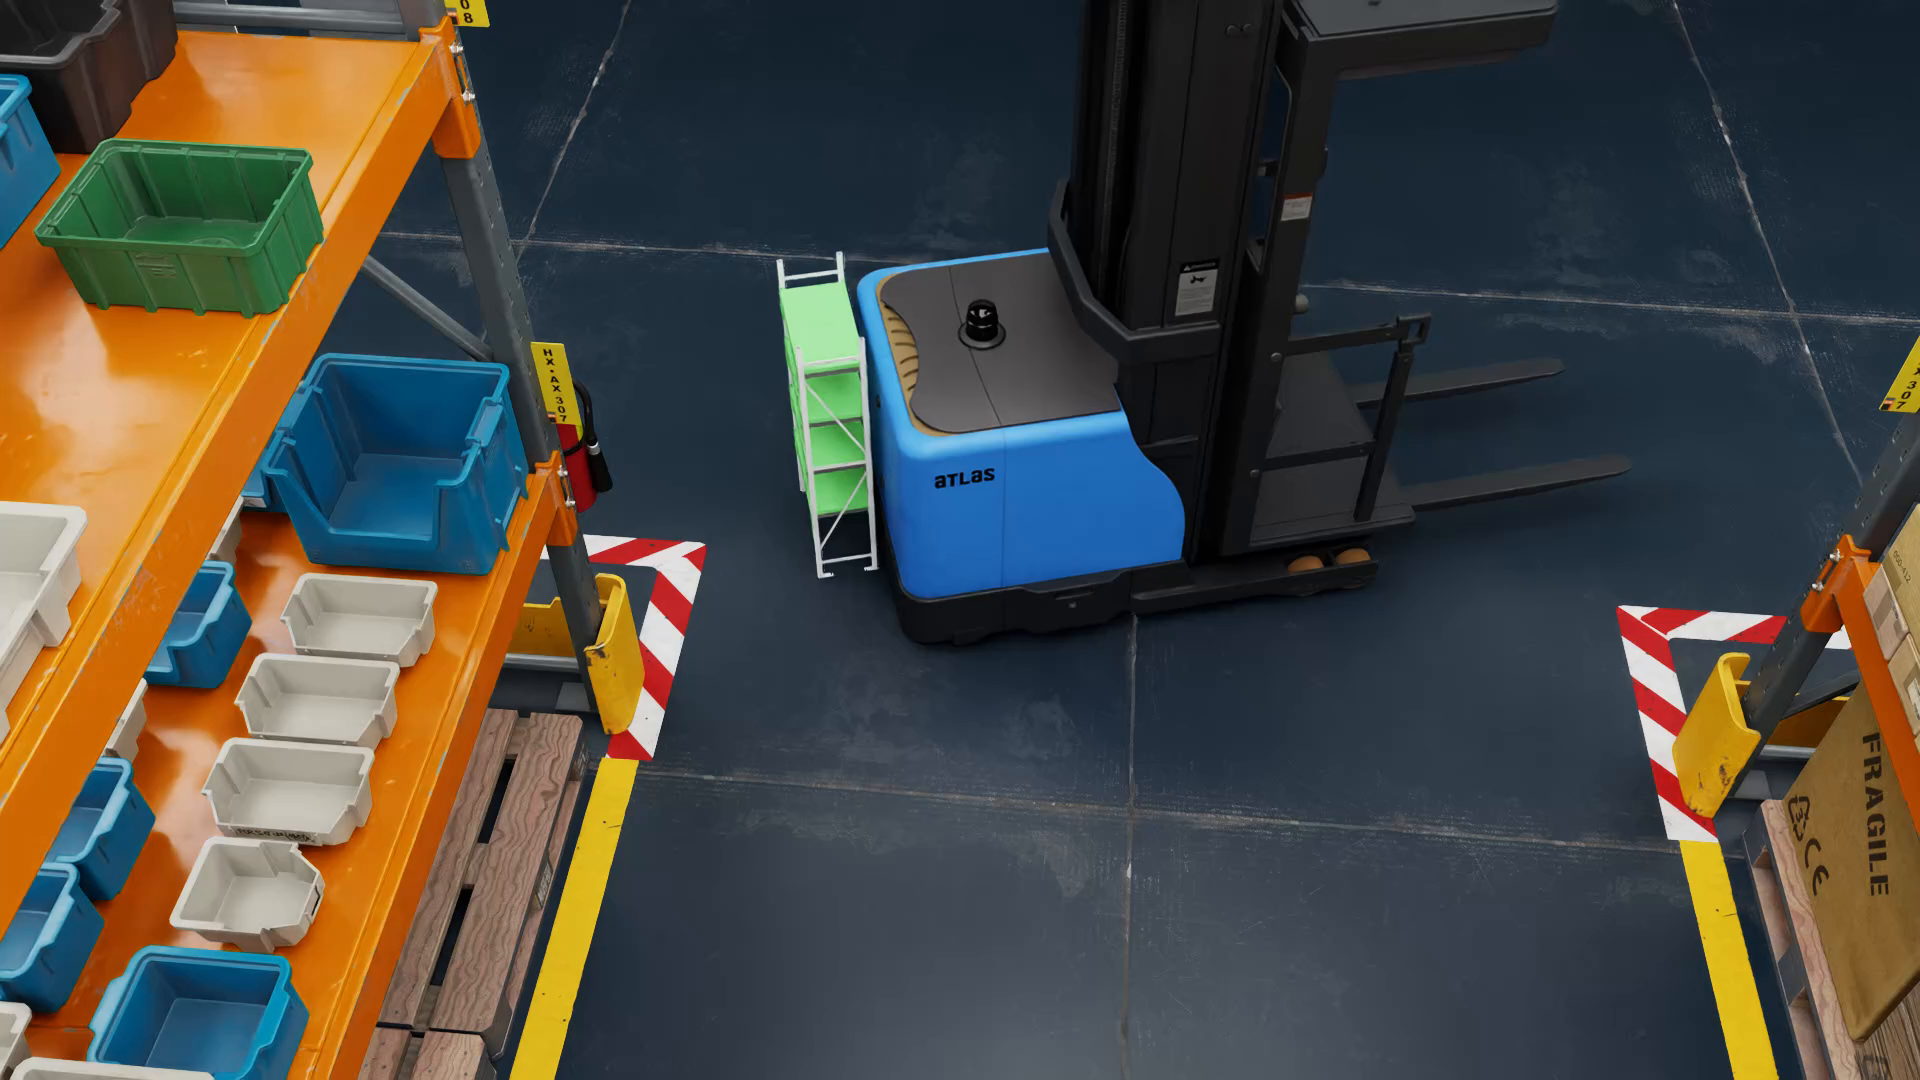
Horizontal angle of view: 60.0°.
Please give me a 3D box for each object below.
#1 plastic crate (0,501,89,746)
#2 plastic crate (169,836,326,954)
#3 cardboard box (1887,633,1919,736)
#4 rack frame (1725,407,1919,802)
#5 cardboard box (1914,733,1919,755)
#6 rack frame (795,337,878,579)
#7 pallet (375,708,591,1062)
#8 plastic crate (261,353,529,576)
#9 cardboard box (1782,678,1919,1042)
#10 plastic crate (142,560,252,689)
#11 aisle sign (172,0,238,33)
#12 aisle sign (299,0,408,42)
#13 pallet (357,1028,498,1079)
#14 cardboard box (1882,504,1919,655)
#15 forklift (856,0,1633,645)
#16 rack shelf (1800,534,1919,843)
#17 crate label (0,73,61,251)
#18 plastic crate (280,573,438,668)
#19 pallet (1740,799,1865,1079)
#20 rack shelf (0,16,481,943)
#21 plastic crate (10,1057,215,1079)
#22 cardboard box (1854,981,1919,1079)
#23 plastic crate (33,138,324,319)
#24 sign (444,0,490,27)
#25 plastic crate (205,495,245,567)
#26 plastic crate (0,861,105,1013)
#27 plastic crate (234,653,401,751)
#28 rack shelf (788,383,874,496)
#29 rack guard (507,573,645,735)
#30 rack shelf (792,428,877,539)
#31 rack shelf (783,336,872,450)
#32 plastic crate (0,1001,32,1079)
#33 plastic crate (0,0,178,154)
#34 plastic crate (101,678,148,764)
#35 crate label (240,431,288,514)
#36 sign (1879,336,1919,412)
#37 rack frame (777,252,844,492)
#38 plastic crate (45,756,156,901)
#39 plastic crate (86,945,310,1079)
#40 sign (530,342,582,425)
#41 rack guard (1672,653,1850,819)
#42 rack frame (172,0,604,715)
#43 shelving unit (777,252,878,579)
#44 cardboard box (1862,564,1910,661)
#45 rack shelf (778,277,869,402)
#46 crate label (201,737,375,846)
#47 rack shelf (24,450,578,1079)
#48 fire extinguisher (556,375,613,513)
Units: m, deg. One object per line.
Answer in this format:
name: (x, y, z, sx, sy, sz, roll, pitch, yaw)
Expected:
plastic crate: (-1.713, 0.170, 2.707, 0.437, 0.136, 0.530, 4, 48, 4)
plastic crate: (-1.716, 0.876, 4.054, 0.298, 0.136, 0.250, 4, 48, 4)
cardboard box: (2.777, 0.404, 4.518, 0.380, 0.149, 0.250, 3, 48, 3)
rack frame: (3.160, -0.108, 4.816, 1.000, 3.000, 0.127, 4, 48, 4)
cardboard box: (2.754, 0.592, 4.346, 0.380, 0.149, 0.250, 3, 48, 3)
rack frame: (-0.448, -0.275, 6.188, 0.240, 1.200, 0.015, -9, 48, -8)
pallet: (-1.886, 1.103, 5.598, 1.003, 0.211, 1.213, 4, 48, 4)
plastic crate: (-1.616, -0.215, 4.849, 0.616, 0.435, 0.499, 4, 48, 4)
cardboard box: (3.182, 0.943, 5.010, 0.875, 0.875, 0.875, 4, 48, 4)
plastic crate: (-2.182, 0.238, 4.573, 0.416, 0.233, 0.300, 4, 48, 4)
aisle sign: (-2.061, -1.392, 4.228, 0.394, 0.787, 0.004, 4, 48, 4)
aisle sign: (-1.474, -1.352, 4.192, 0.394, 0.787, 0.004, 4, 48, 4)
pallet: (-2.000, 1.997, 4.780, 1.003, 0.211, 1.213, 4, 48, 4)
cardboard box: (2.848, 0.176, 4.456, 0.500, 0.250, 0.500, 3, 48, 2)
forklift: (1.170, -1.144, 5.810, 3.031, 2.935, 1.130, -9, 48, -8)
rack shelf: (2.978, 1.604, 3.738, 1.077, 0.370, 4.000, 4, 48, 4)
crate label: (-2.178, -0.747, 3.469, 0.408, 0.251, 0.502, 4, 48, 4)
plastic crate: (-1.666, 0.239, 4.637, 0.396, 0.136, 0.243, 4, 48, 4)
pallet: (3.165, 1.426, 5.303, 1.003, 0.211, 1.213, 4, 48, 4)
rack shelf: (-1.954, 0.259, 2.935, 1.077, 0.370, 4.000, 4, 48, 4)
plastic crate: (-1.814, 1.408, 3.469, 0.437, 0.282, 0.530, 4, 48, 4)
cardboard box: (3.099, 1.611, 4.399, 0.875, 0.875, 0.875, 4, 48, 4)
plastic crate: (-1.578, -0.638, 3.412, 0.450, 0.188, 0.336, 4, 48, 4)
sign: (-1.223, -1.393, 4.030, 0.100, 0.325, 0.005, 4, 48, 4)
plastic crate: (-2.234, 0.017, 4.840, 0.250, 0.136, 0.298, 4, 48, 4)
plastic crate: (-2.270, 0.942, 3.928, 0.416, 0.233, 0.300, 4, 48, 4)
plastic crate: (-1.707, 0.451, 4.443, 0.396, 0.136, 0.243, 4, 48, 4)
rack shelf: (-0.498, -0.408, 6.397, 0.258, 0.148, 0.480, -9, 48, -8)
rack guard: (-1.783, 0.384, 6.060, 1.175, 0.500, 0.348, 4, 48, 4)
rack shelf: (-0.498, -0.246, 6.574, 0.258, 0.148, 0.480, -9, 48, -8)
rack shelf: (-0.499, -0.570, 6.219, 0.258, 0.148, 0.480, -9, 48, -8)
plastic crate: (-2.277, 1.267, 3.697, 0.293, 0.136, 0.466, 4, 48, 4)
plastic crate: (-2.085, -1.146, 3.821, 0.497, 0.269, 0.590, 4, 48, 4)
plastic crate: (-2.296, 0.515, 4.384, 0.250, 0.136, 0.298, 4, 48, 4)
crate label: (-2.122, -0.246, 5.015, 0.416, 0.233, 0.303, 4, 48, 4)
sign: (2.608, -0.469, 4.506, 0.100, 0.325, 0.005, 4, 48, 4)
rack frame: (-0.548, -0.628, 6.511, 0.240, 1.200, 0.015, -9, 48, -8)
plastic crate: (-2.242, 0.722, 4.130, 0.416, 0.233, 0.300, 4, 48, 4)
plastic crate: (-1.704, 1.121, 3.765, 0.416, 0.233, 0.300, 4, 48, 4)
sign: (-1.223, -0.471, 5.038, 0.100, 0.325, 0.005, 4, 48, 4)
rack guard: (3.163, 0.718, 5.755, 1.175, 0.500, 0.348, 4, 48, 4)
rack frame: (-1.772, -0.441, 5.121, 1.000, 3.000, 0.127, 4, 48, 4)
shelving unit: (-0.498, -0.451, 6.349, 0.258, 1.200, 0.503, -9, 48, -8)
cardboard box: (2.799, 0.215, 4.691, 0.380, 0.149, 0.250, 4, 48, 4)
rack shelf: (-0.499, -0.732, 6.042, 0.258, 0.148, 0.480, -9, 48, -8)
crate label: (-1.708, 0.657, 4.254, 0.396, 0.136, 0.243, 4, 48, 4)
rack shelf: (-1.954, 1.271, 4.042, 1.077, 0.370, 4.000, 4, 48, 4)
fire extinguisher: (-1.306, -0.370, 5.361, 0.296, 0.674, 0.183, 4, 48, 4)
